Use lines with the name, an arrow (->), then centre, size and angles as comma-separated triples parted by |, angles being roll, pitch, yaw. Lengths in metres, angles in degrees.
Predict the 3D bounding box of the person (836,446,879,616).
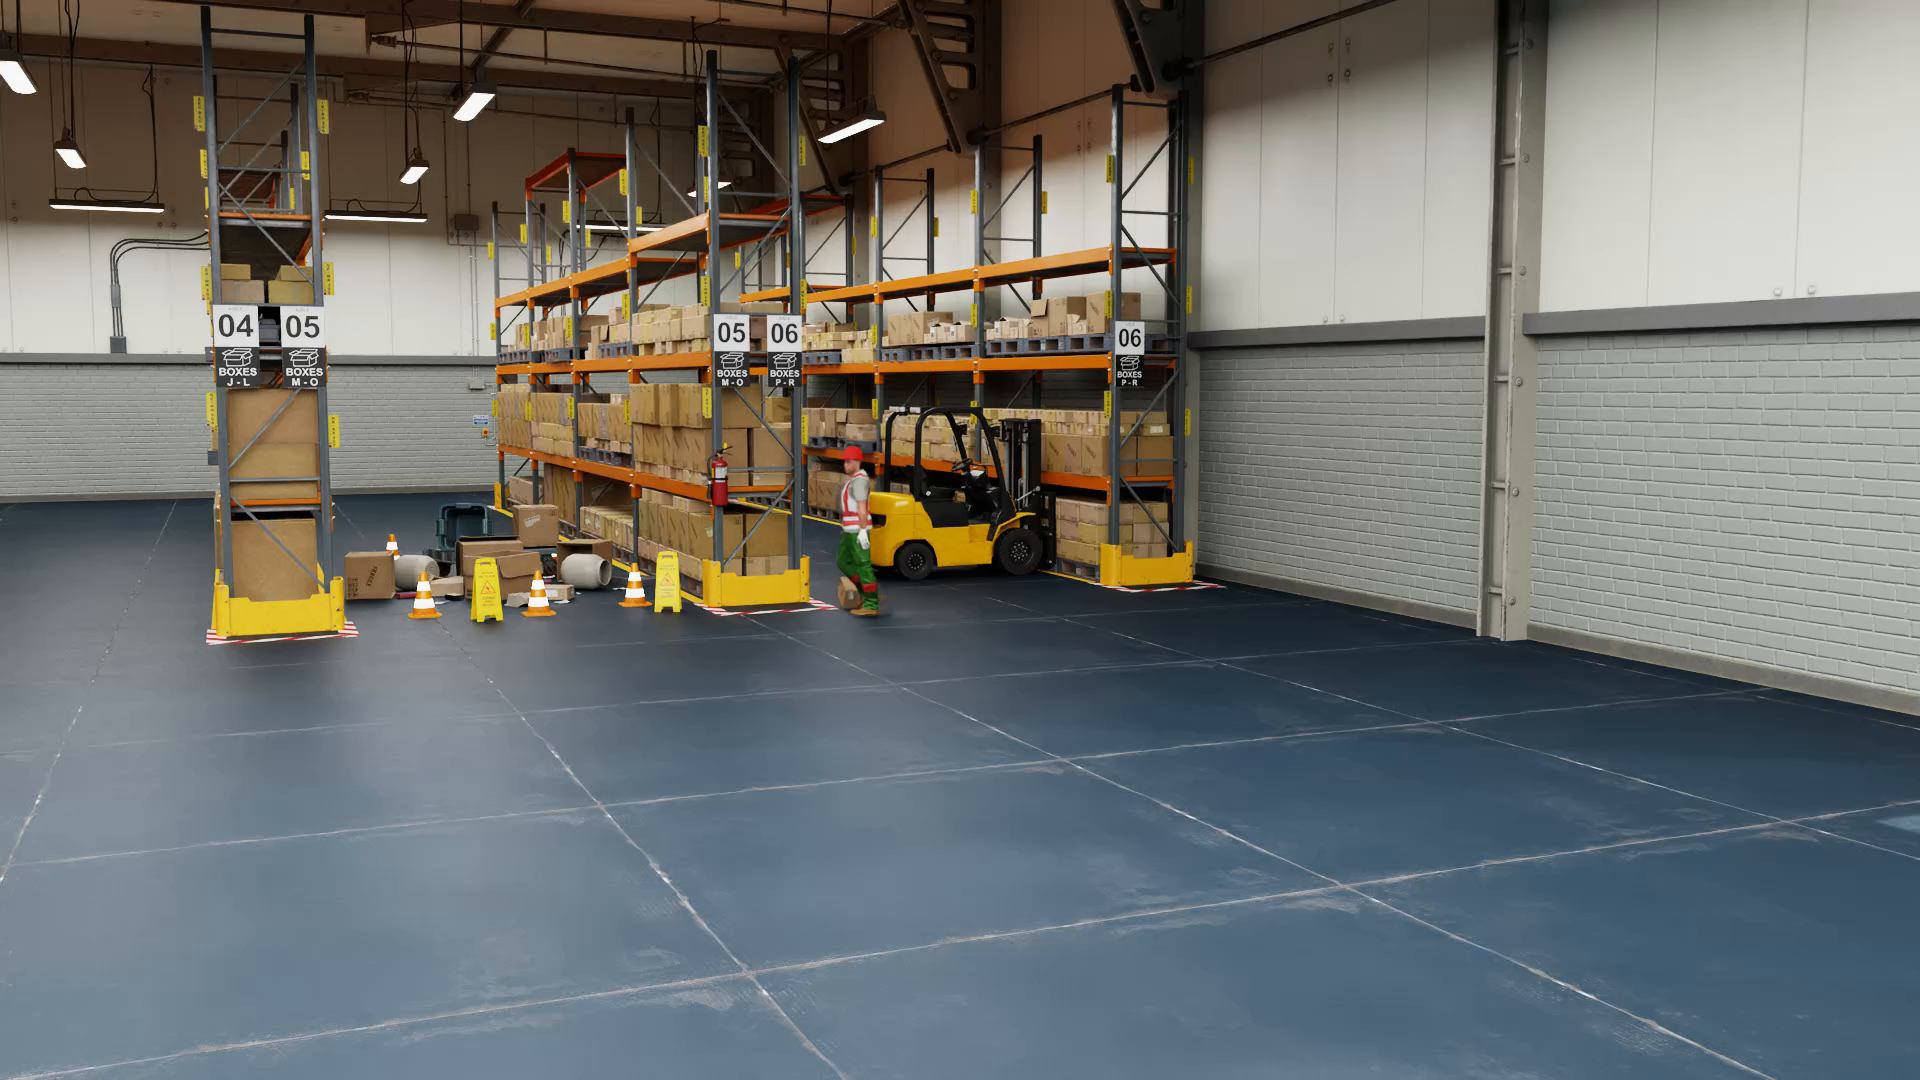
person -> -1.069, -0.098, 17.419 | 0.435, 1.775, 0.672 | -1, 5, -10
